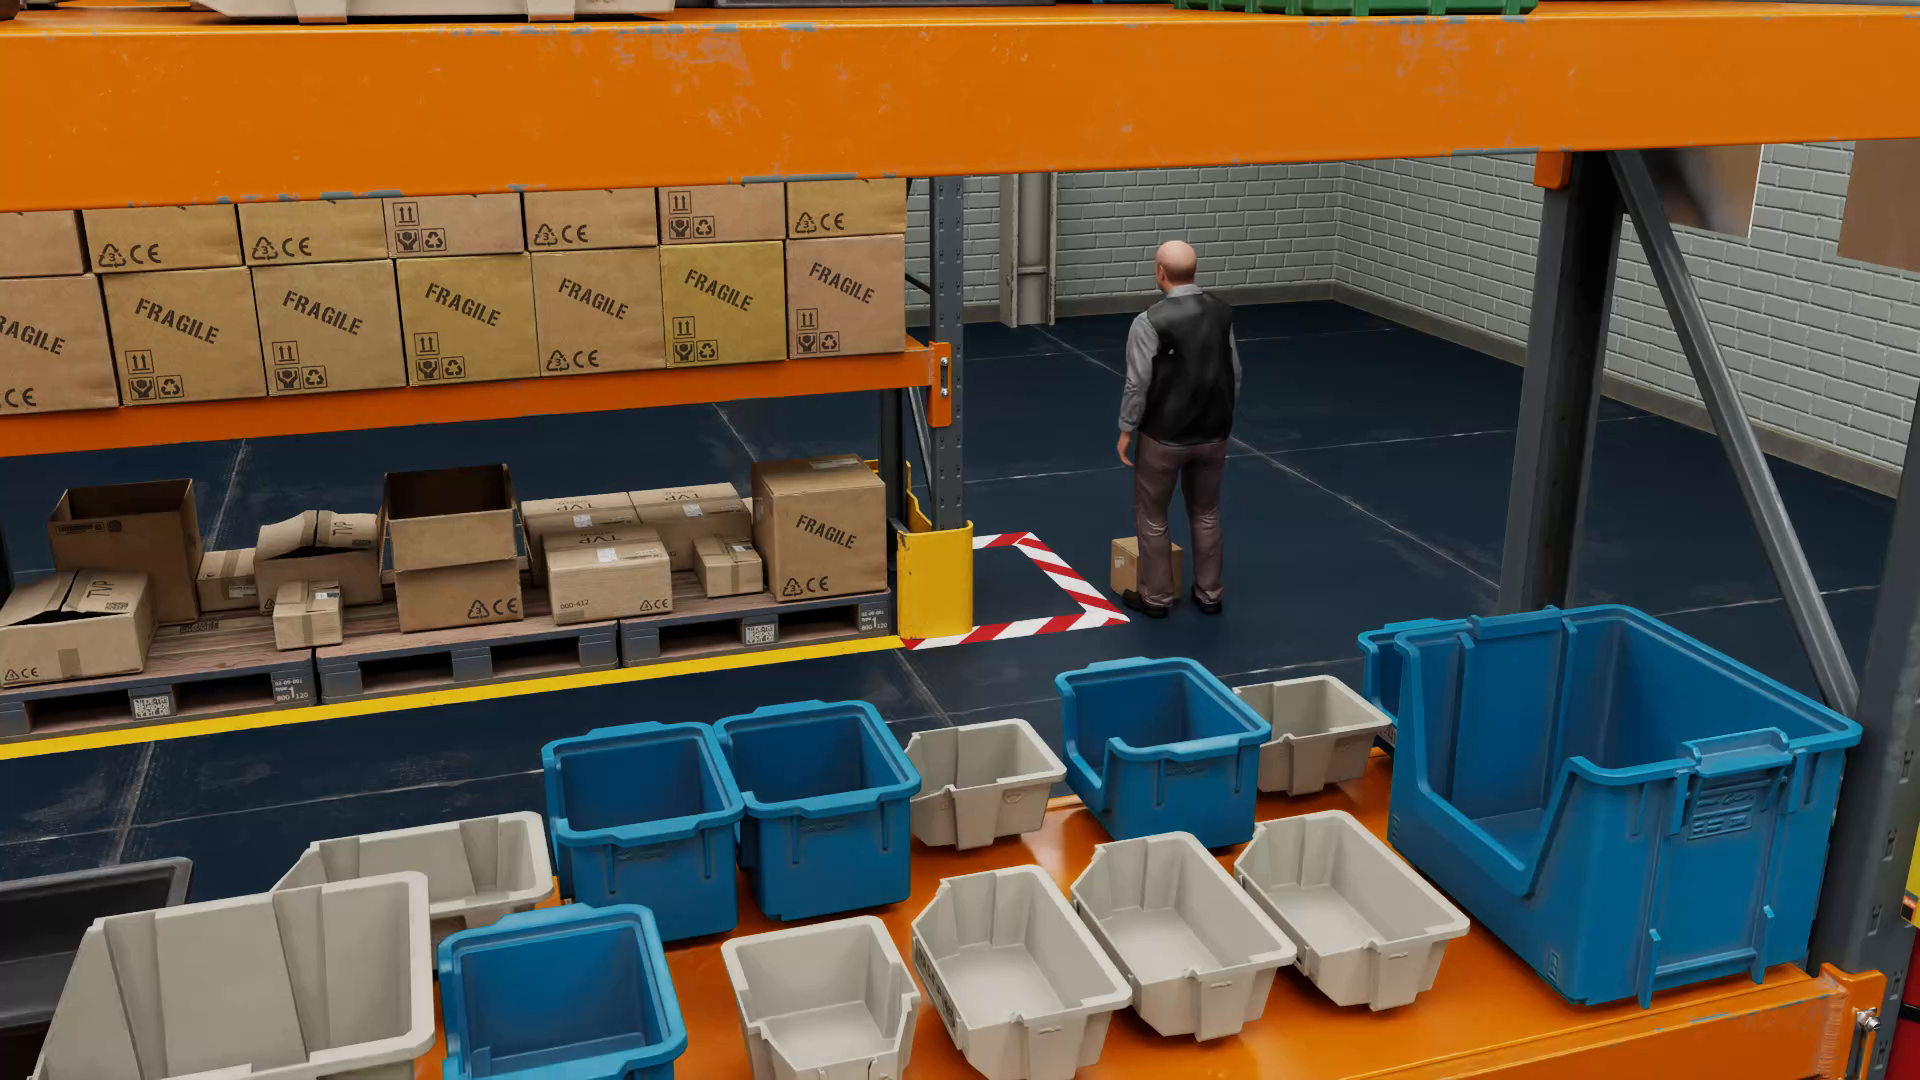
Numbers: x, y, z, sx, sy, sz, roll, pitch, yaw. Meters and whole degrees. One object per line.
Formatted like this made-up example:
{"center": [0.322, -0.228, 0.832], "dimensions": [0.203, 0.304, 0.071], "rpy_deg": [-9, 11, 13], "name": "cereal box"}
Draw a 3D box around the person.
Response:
{"center": [0.980, -0.479, 7.485], "dimensions": [0.590, 1.722, 0.465], "rpy_deg": [-8, 21, -21], "name": "person"}
